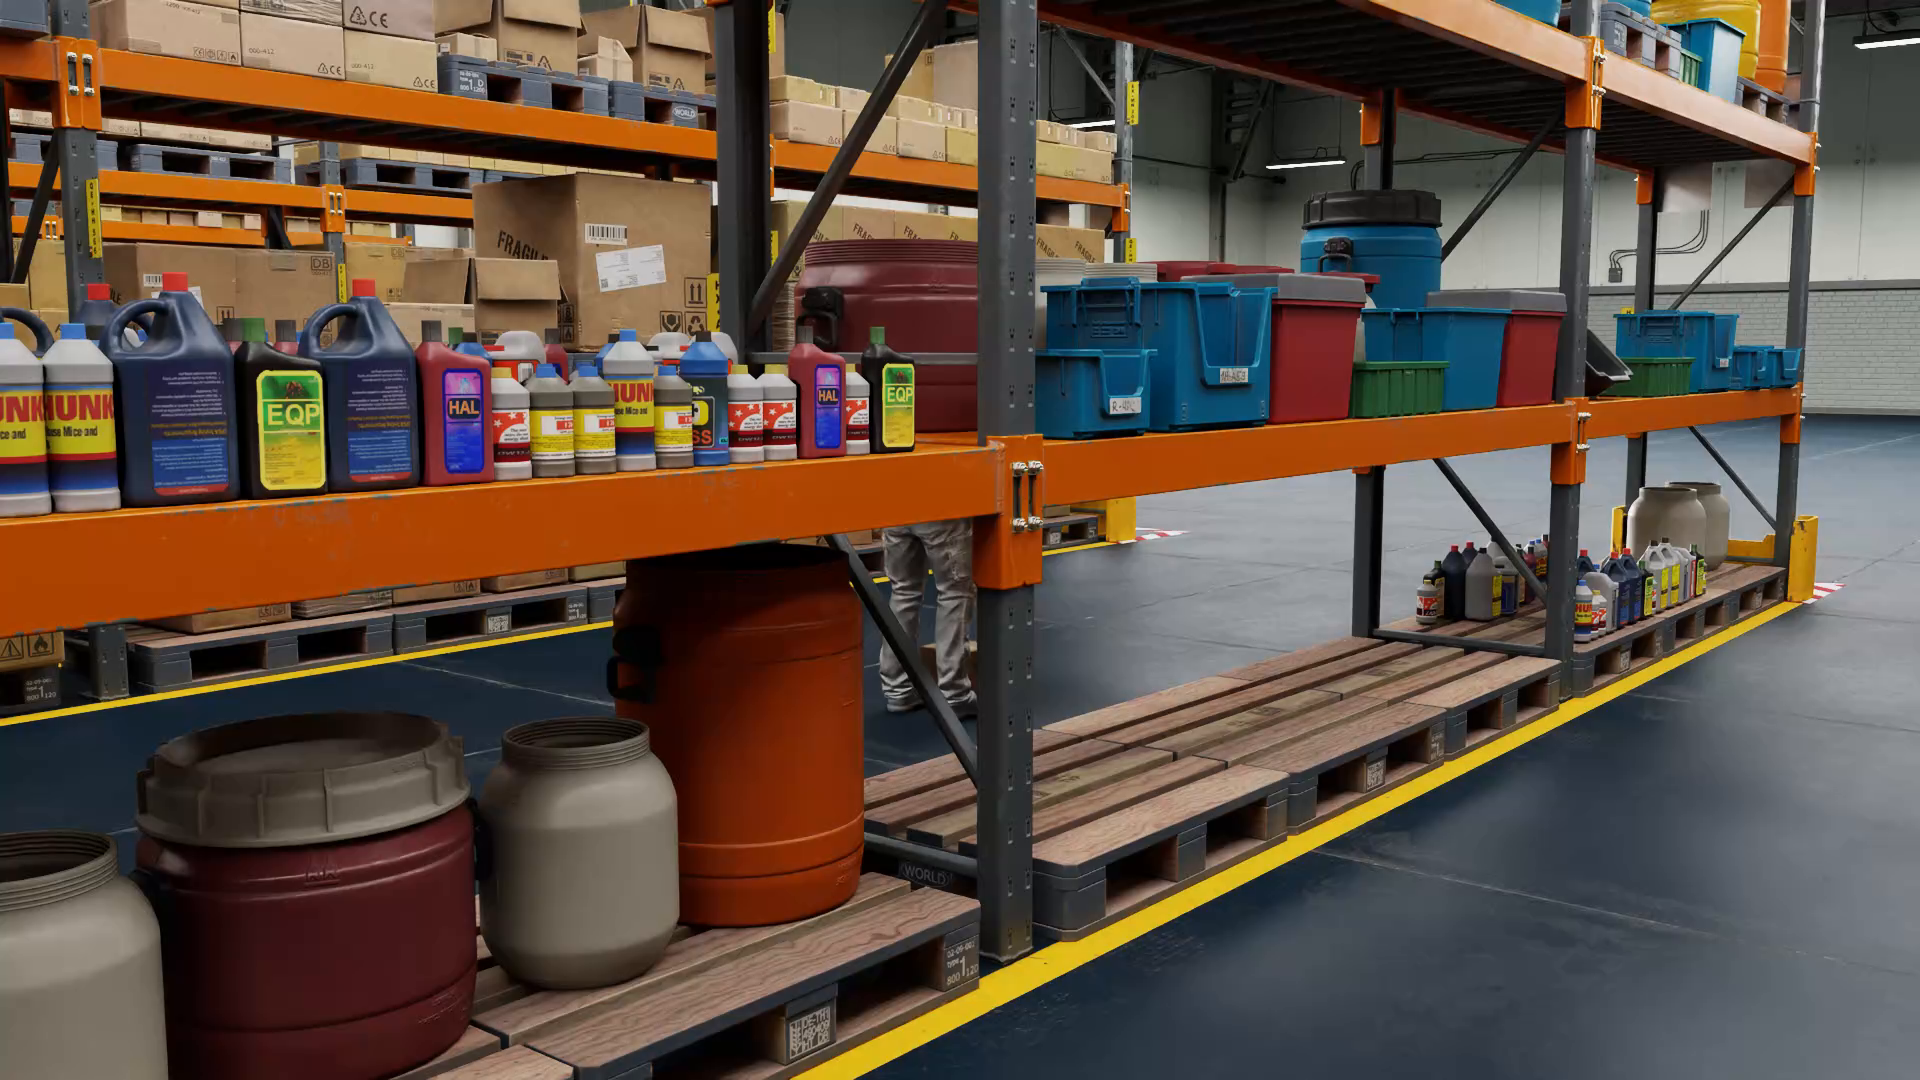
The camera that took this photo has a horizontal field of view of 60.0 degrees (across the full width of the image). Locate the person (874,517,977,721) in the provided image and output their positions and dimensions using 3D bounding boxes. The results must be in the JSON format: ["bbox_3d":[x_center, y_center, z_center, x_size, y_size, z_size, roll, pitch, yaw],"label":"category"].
[{"bbox_3d":[-0.133,-0.150,6.984,0.609,1.773,0.450,5,8,36],"label":"person"}]
